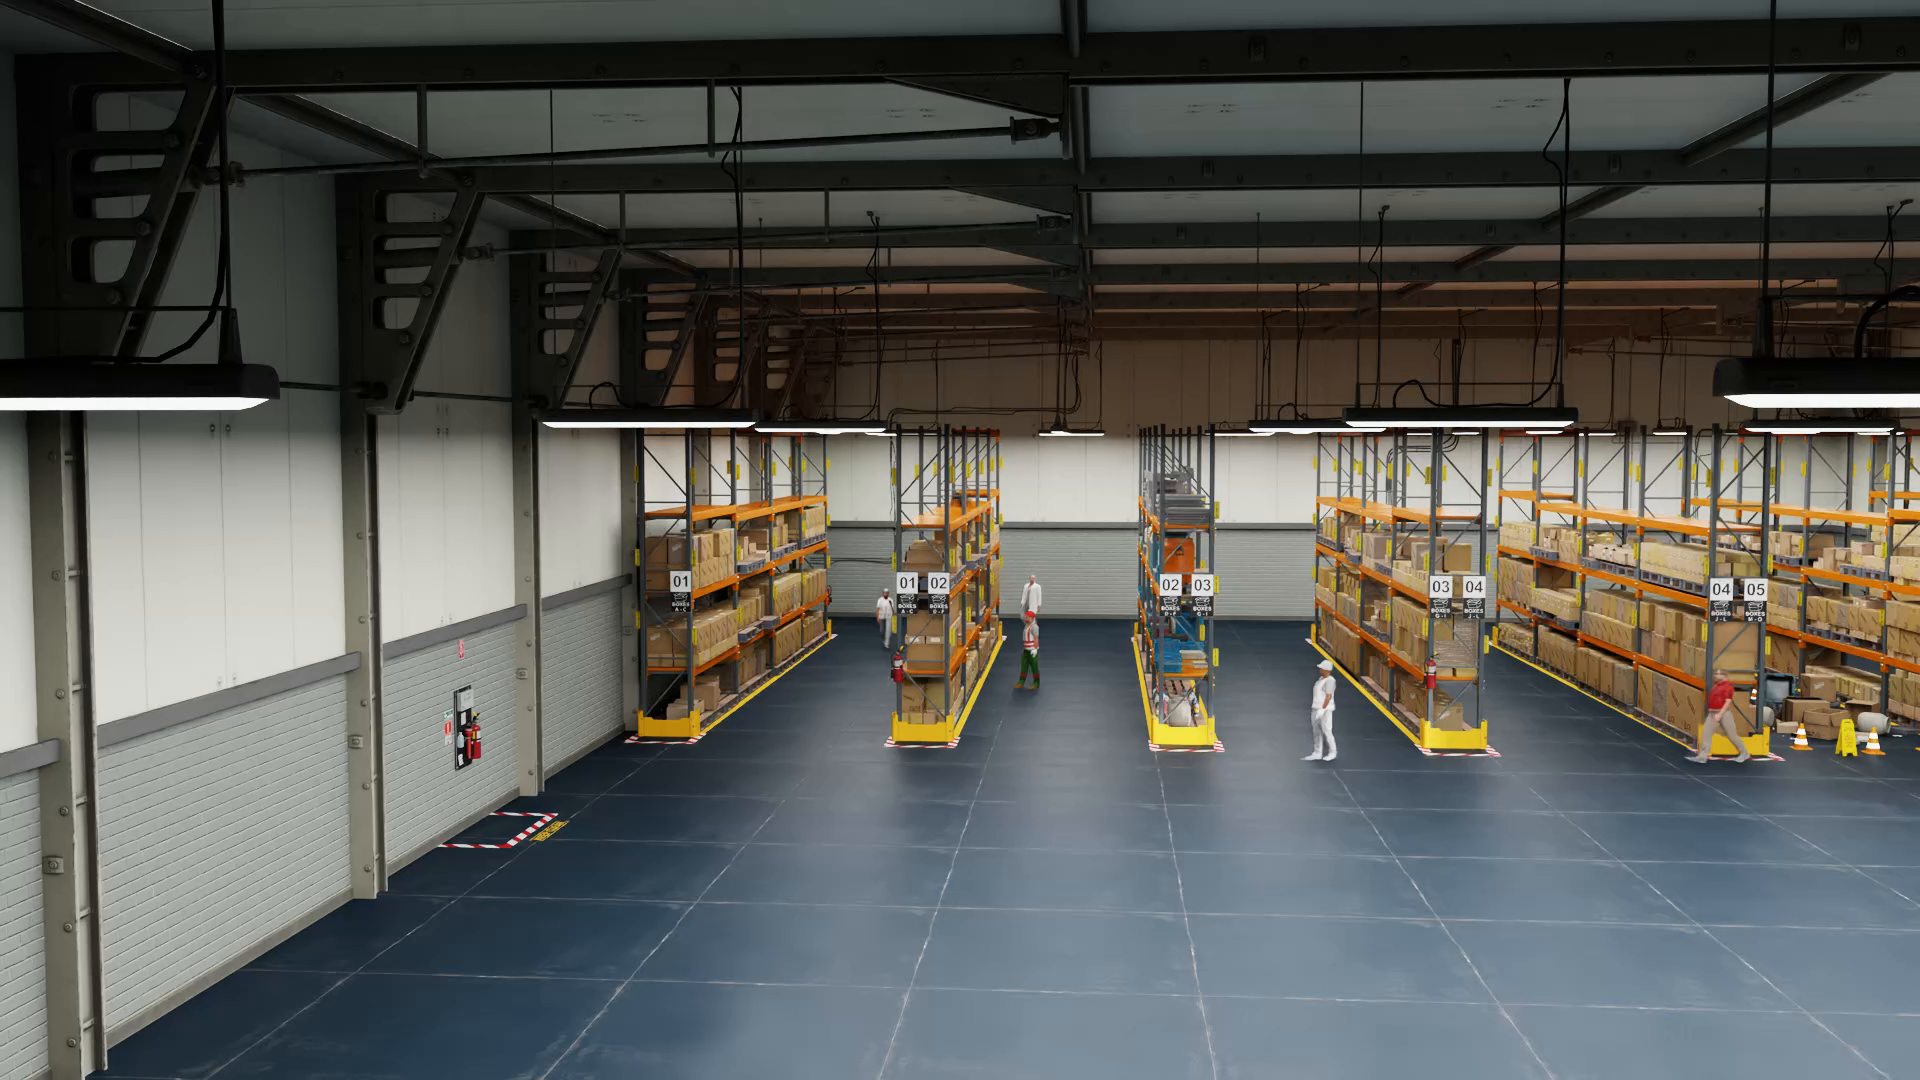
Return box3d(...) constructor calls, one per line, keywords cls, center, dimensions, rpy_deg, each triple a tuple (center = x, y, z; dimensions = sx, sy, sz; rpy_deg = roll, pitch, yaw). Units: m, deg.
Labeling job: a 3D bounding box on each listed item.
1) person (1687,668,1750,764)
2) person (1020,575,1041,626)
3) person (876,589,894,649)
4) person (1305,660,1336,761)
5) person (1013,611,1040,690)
box3d(cls="person", center=(13.360, 3.104, 29.251), dimensions=(1.050, 1.672, 0.555), rpy_deg=(-1, 4, -19))
box3d(cls="person", center=(2.051, 1.905, 48.200), dimensions=(0.492, 1.795, 0.630), rpy_deg=(-3, 5, -45))
box3d(cls="person", center=(-2.041, 2.144, 45.563), dimensions=(0.498, 1.619, 0.929), rpy_deg=(1, 4, 9))
box3d(cls="person", center=(6.440, 3.031, 29.572), dimensions=(0.527, 1.798, 0.560), rpy_deg=(-2, 4, -27))
box3d(cls="person", center=(1.524, 2.523, 38.014), dimensions=(0.566, 1.801, 0.573), rpy_deg=(-1, 4, -21))
